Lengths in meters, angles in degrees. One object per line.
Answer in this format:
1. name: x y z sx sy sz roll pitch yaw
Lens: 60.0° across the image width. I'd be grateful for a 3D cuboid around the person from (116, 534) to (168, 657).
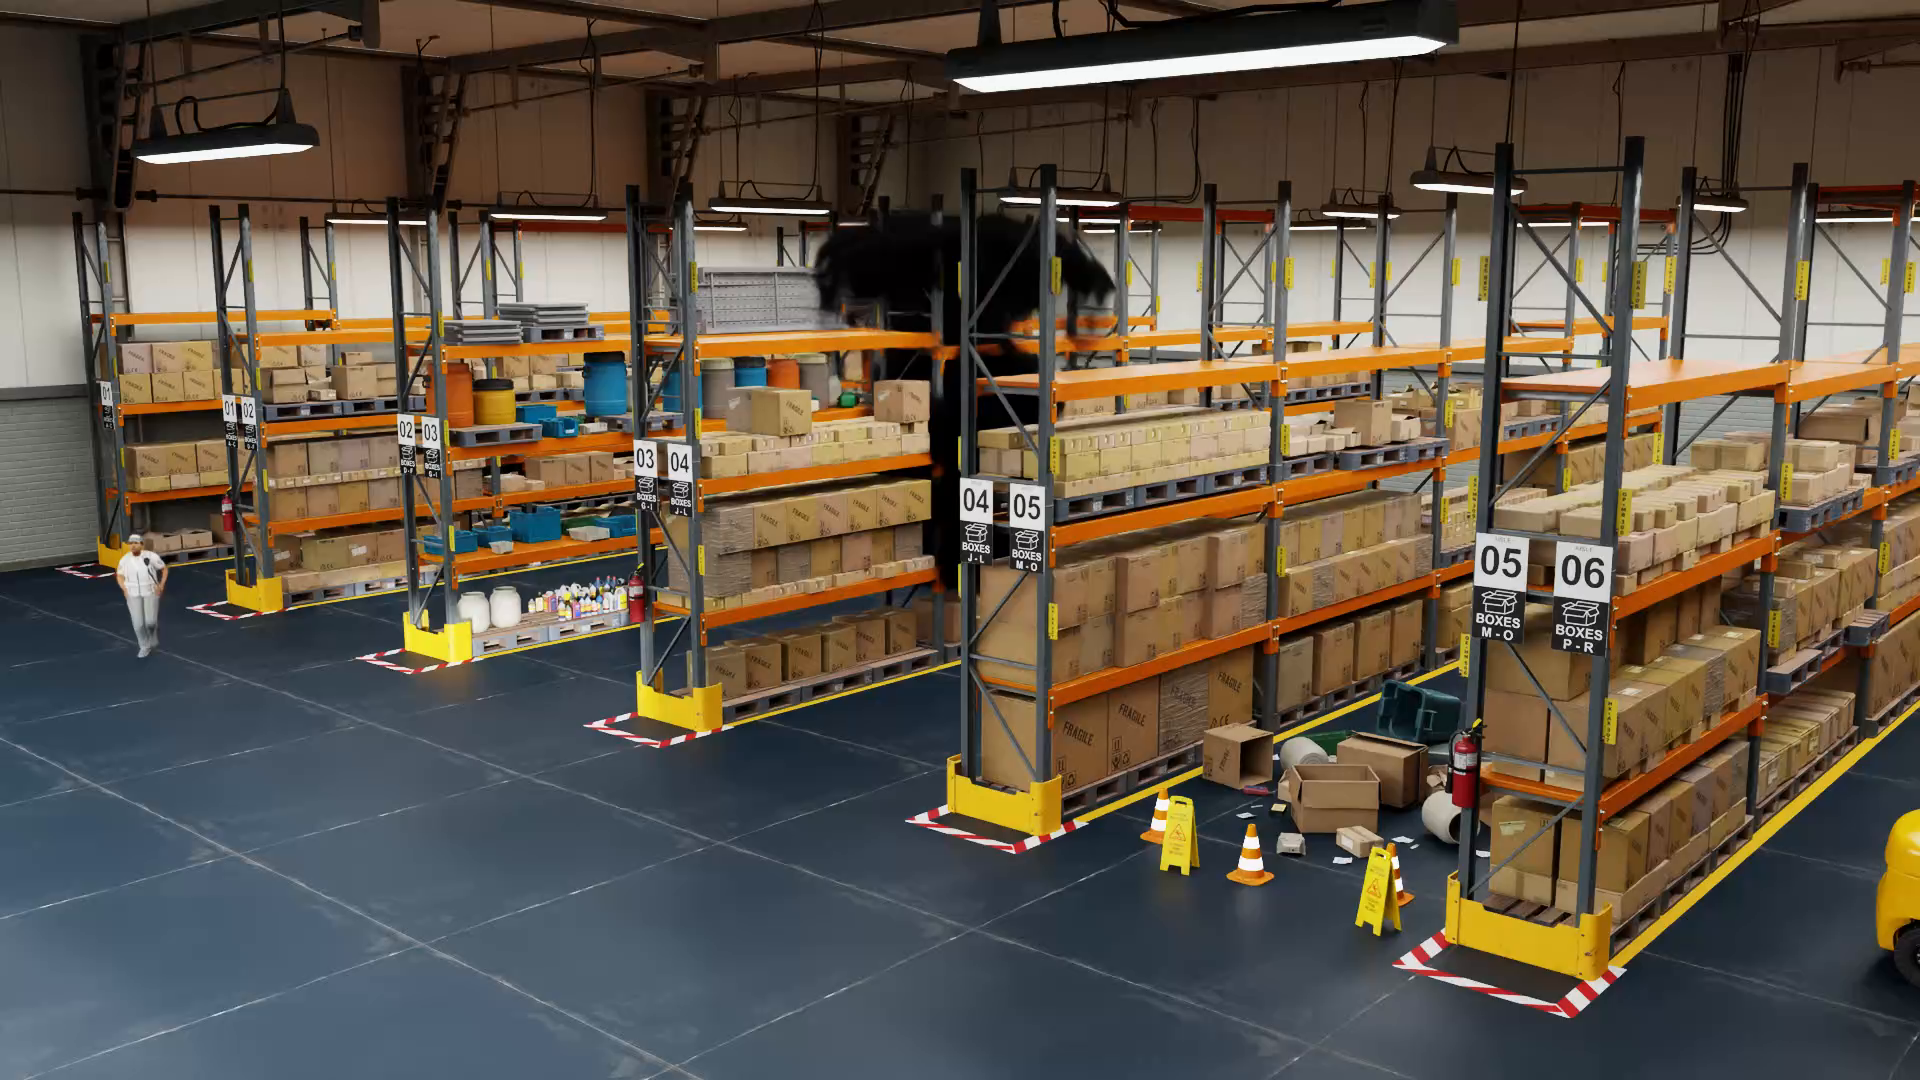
1. person: -10.825 0.734 22.013 0.611 1.633 0.514 -3 10 -16
